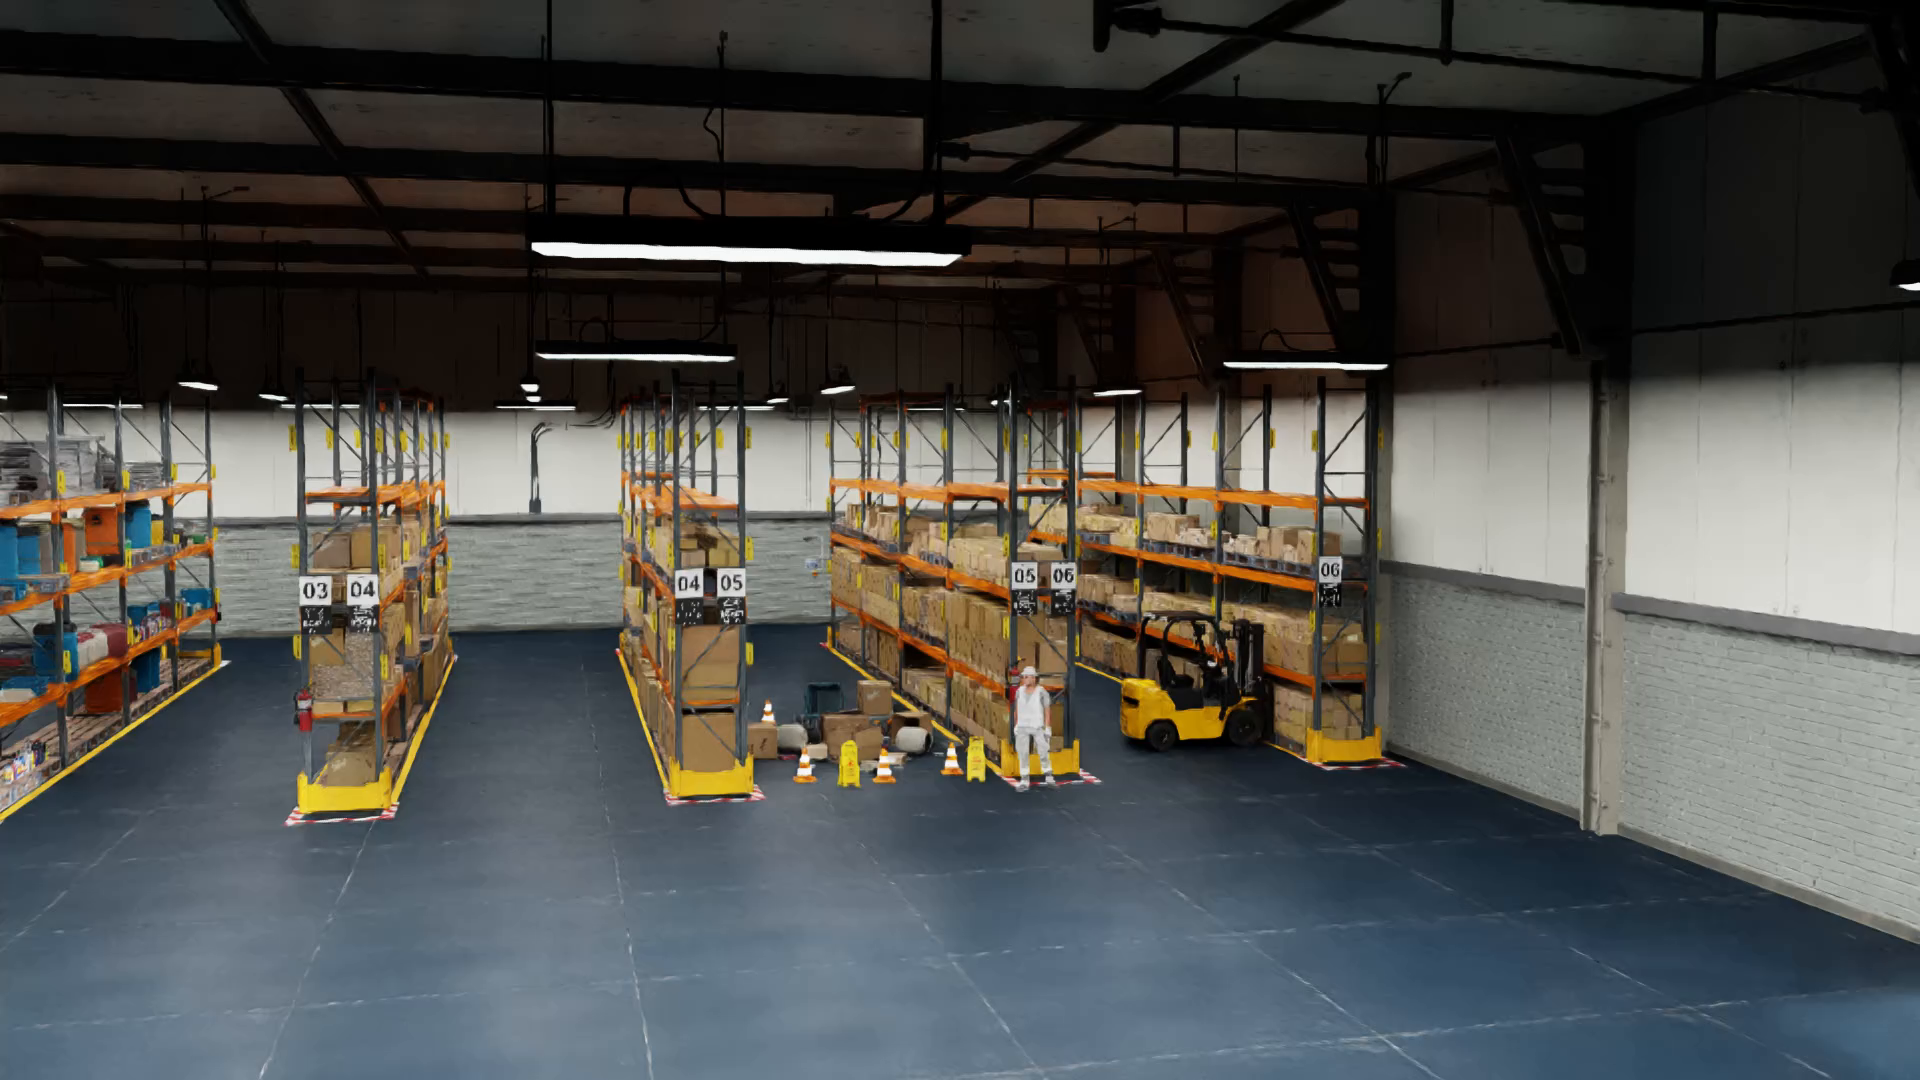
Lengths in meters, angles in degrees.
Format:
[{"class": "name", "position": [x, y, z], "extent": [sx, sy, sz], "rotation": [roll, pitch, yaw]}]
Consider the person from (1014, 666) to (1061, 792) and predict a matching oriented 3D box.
[{"class": "person", "position": [1.096, 2.697, 23.731], "extent": [0.684, 1.793, 0.466], "rotation": [1, 4, 17]}]
